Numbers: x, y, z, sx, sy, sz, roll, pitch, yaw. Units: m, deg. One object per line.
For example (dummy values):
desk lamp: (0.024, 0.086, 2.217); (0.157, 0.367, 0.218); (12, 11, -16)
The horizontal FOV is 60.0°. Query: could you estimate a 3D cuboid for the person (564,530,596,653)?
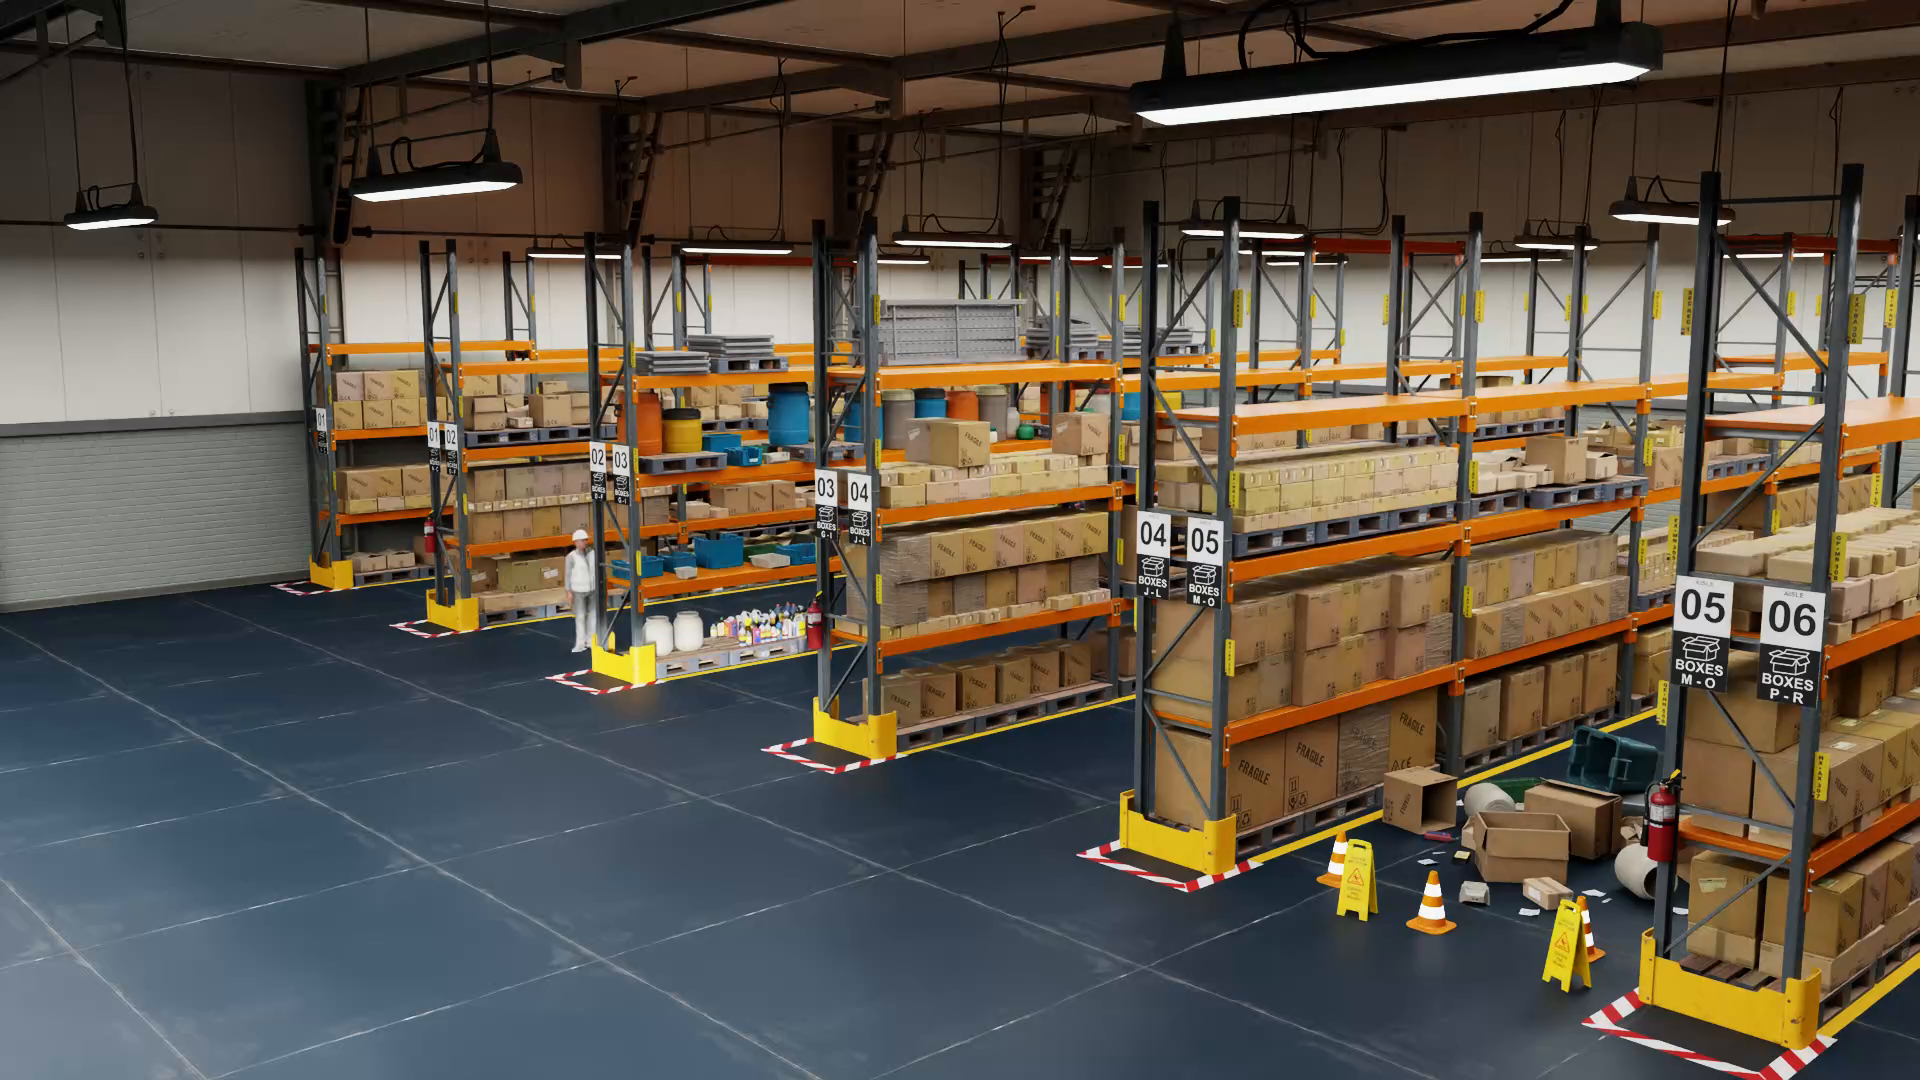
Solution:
person: (-5.490, 0.735, 24.353); (0.607, 1.778, 0.361); (-7, 11, -41)
